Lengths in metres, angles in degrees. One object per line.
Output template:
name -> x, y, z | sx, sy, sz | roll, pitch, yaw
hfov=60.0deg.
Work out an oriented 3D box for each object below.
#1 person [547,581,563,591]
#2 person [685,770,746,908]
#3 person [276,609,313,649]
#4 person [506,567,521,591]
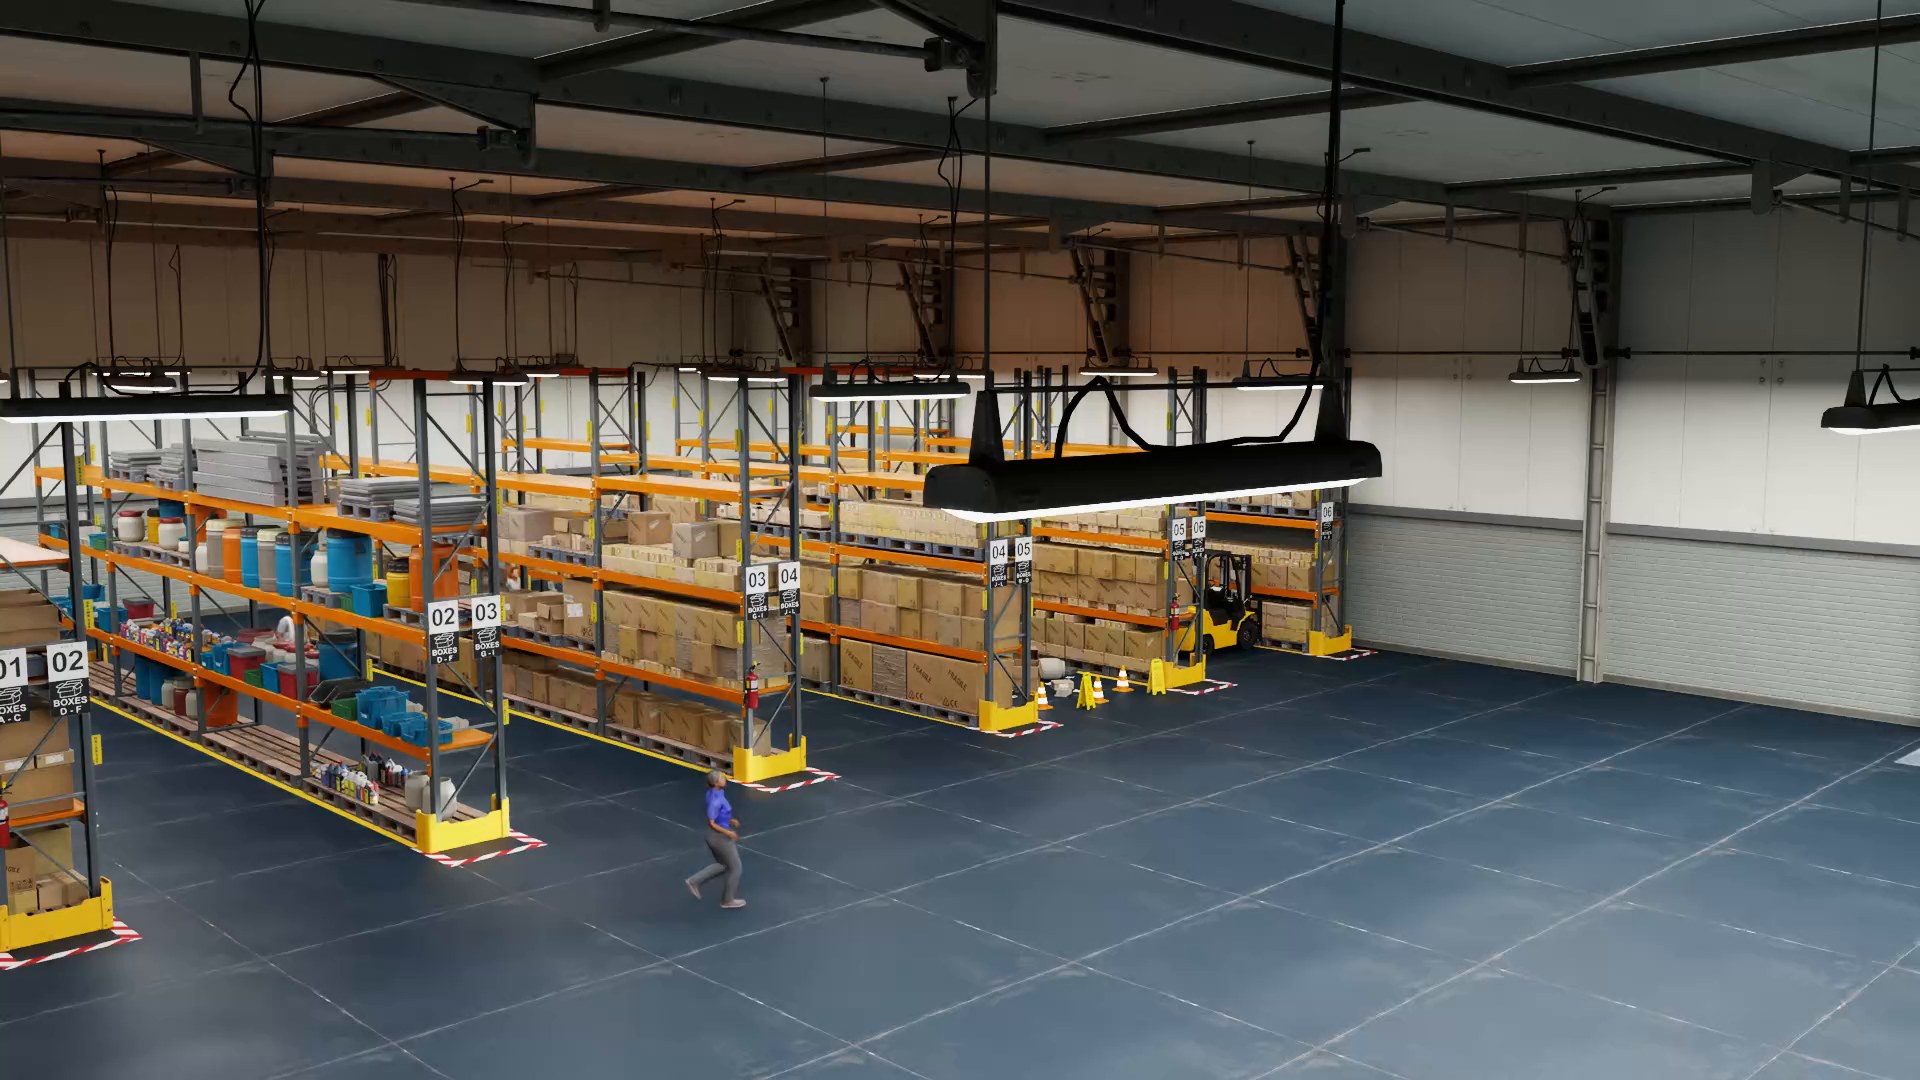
person -> -10.050, 0.736, 41.784 | 0.804, 1.848, 0.620 | -5, 8, -39
person -> -2.772, 3.409, 18.894 | 0.663, 1.597, 0.579 | -2, 7, -17
person -> -12.404, 1.988, 30.913 | 0.695, 1.733, 0.669 | 4, 8, 33
person -> -9.786, 1.395, 36.562 | 0.603, 1.625, 0.668 | -6, 9, -42
